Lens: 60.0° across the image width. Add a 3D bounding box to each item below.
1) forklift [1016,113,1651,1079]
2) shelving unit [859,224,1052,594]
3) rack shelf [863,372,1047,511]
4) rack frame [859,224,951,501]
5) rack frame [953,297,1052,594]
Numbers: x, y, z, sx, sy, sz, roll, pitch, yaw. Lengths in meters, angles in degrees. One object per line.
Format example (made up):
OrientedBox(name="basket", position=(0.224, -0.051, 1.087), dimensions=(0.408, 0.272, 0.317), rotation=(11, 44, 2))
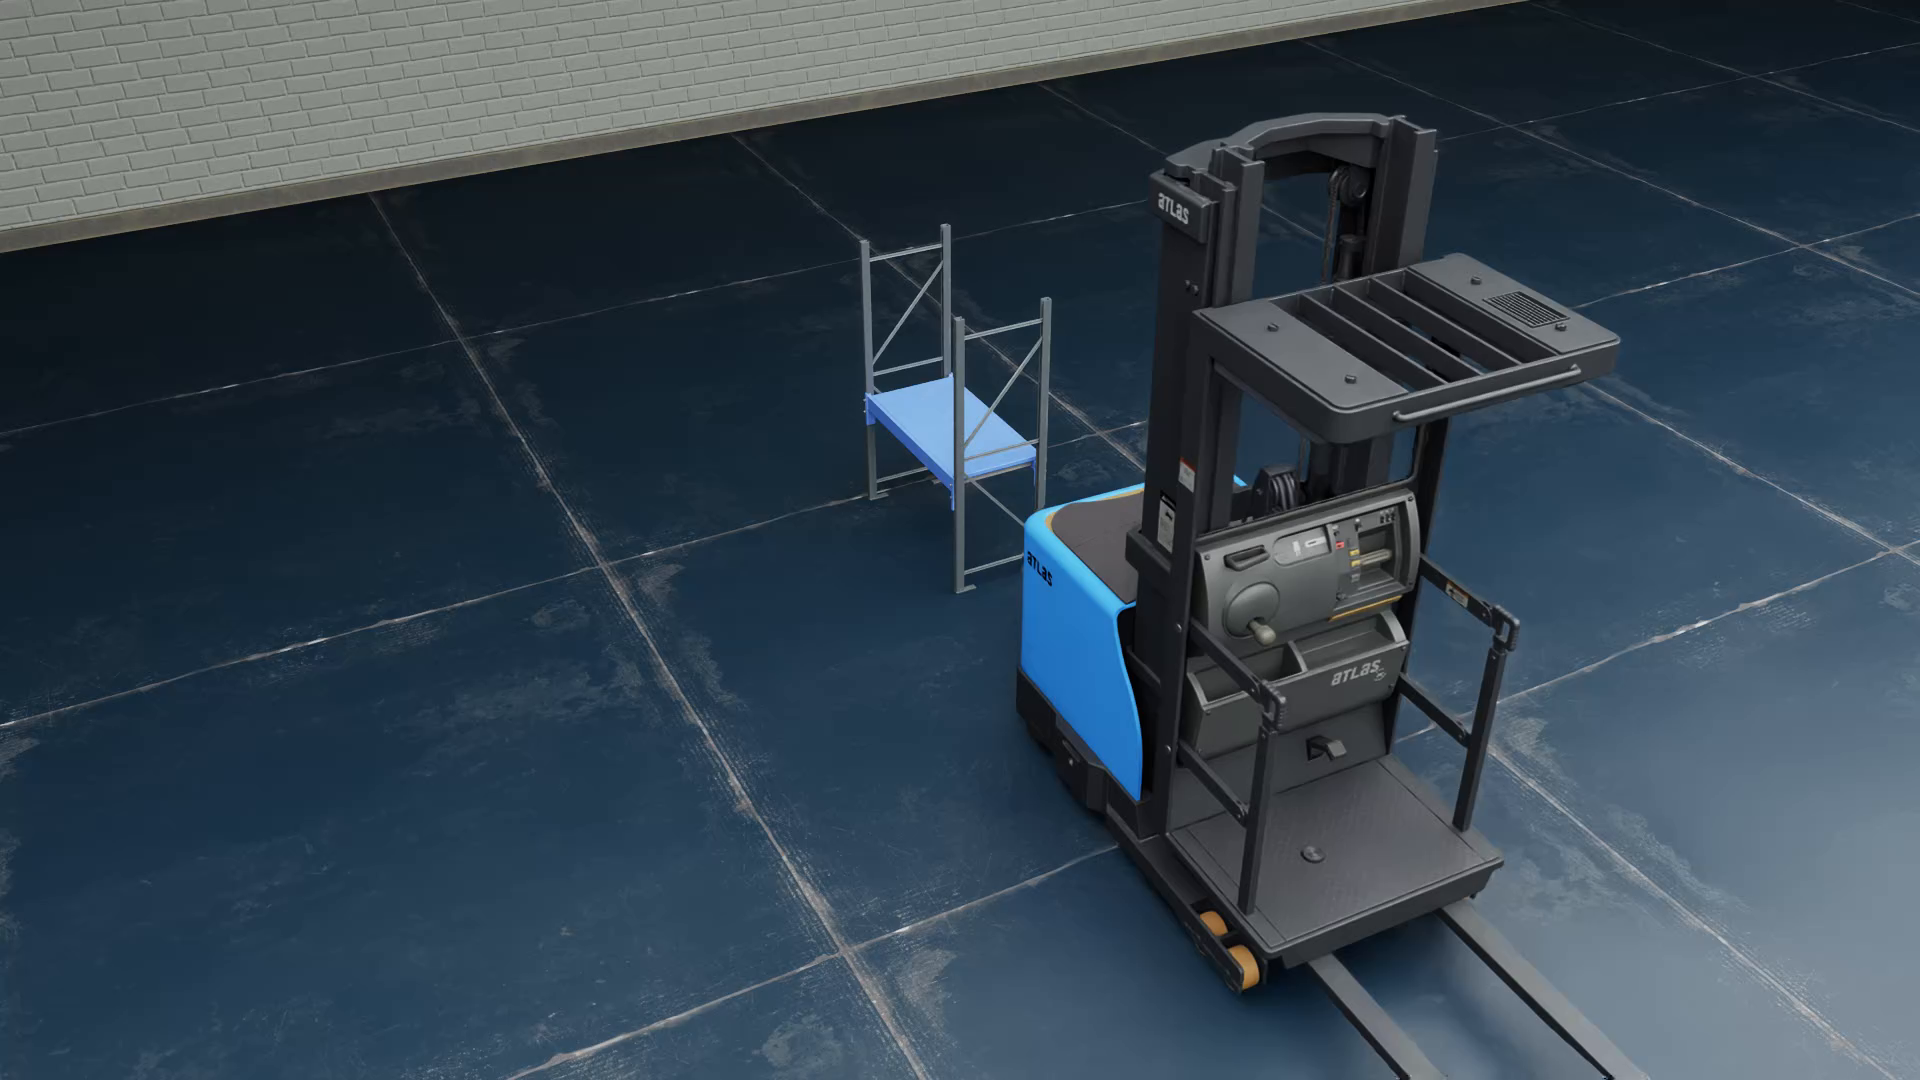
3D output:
OrientedBox(name="forklift", position=(1.355, 0.157, 5.787), dimensions=(1.130, 2.935, 3.031), rotation=(-15, 36, -22))
OrientedBox(name="shelving unit", position=(-0.040, -0.672, 8.409), dimensions=(0.538, 1.500, 1.048), rotation=(-16, 36, -23))
OrientedBox(name="rack shelf", position=(-0.040, -0.521, 8.506), dimensions=(0.538, 0.185, 1.000), rotation=(-16, 36, -23))
OrientedBox(name="rack frame", position=(-0.277, -0.915, 8.788), dimensions=(0.500, 1.500, 0.032), rotation=(-16, 36, -23))
OrientedBox(name="rack frame", position=(0.197, -0.430, 8.030), dimensions=(0.500, 1.500, 0.032), rotation=(-16, 36, -23))
